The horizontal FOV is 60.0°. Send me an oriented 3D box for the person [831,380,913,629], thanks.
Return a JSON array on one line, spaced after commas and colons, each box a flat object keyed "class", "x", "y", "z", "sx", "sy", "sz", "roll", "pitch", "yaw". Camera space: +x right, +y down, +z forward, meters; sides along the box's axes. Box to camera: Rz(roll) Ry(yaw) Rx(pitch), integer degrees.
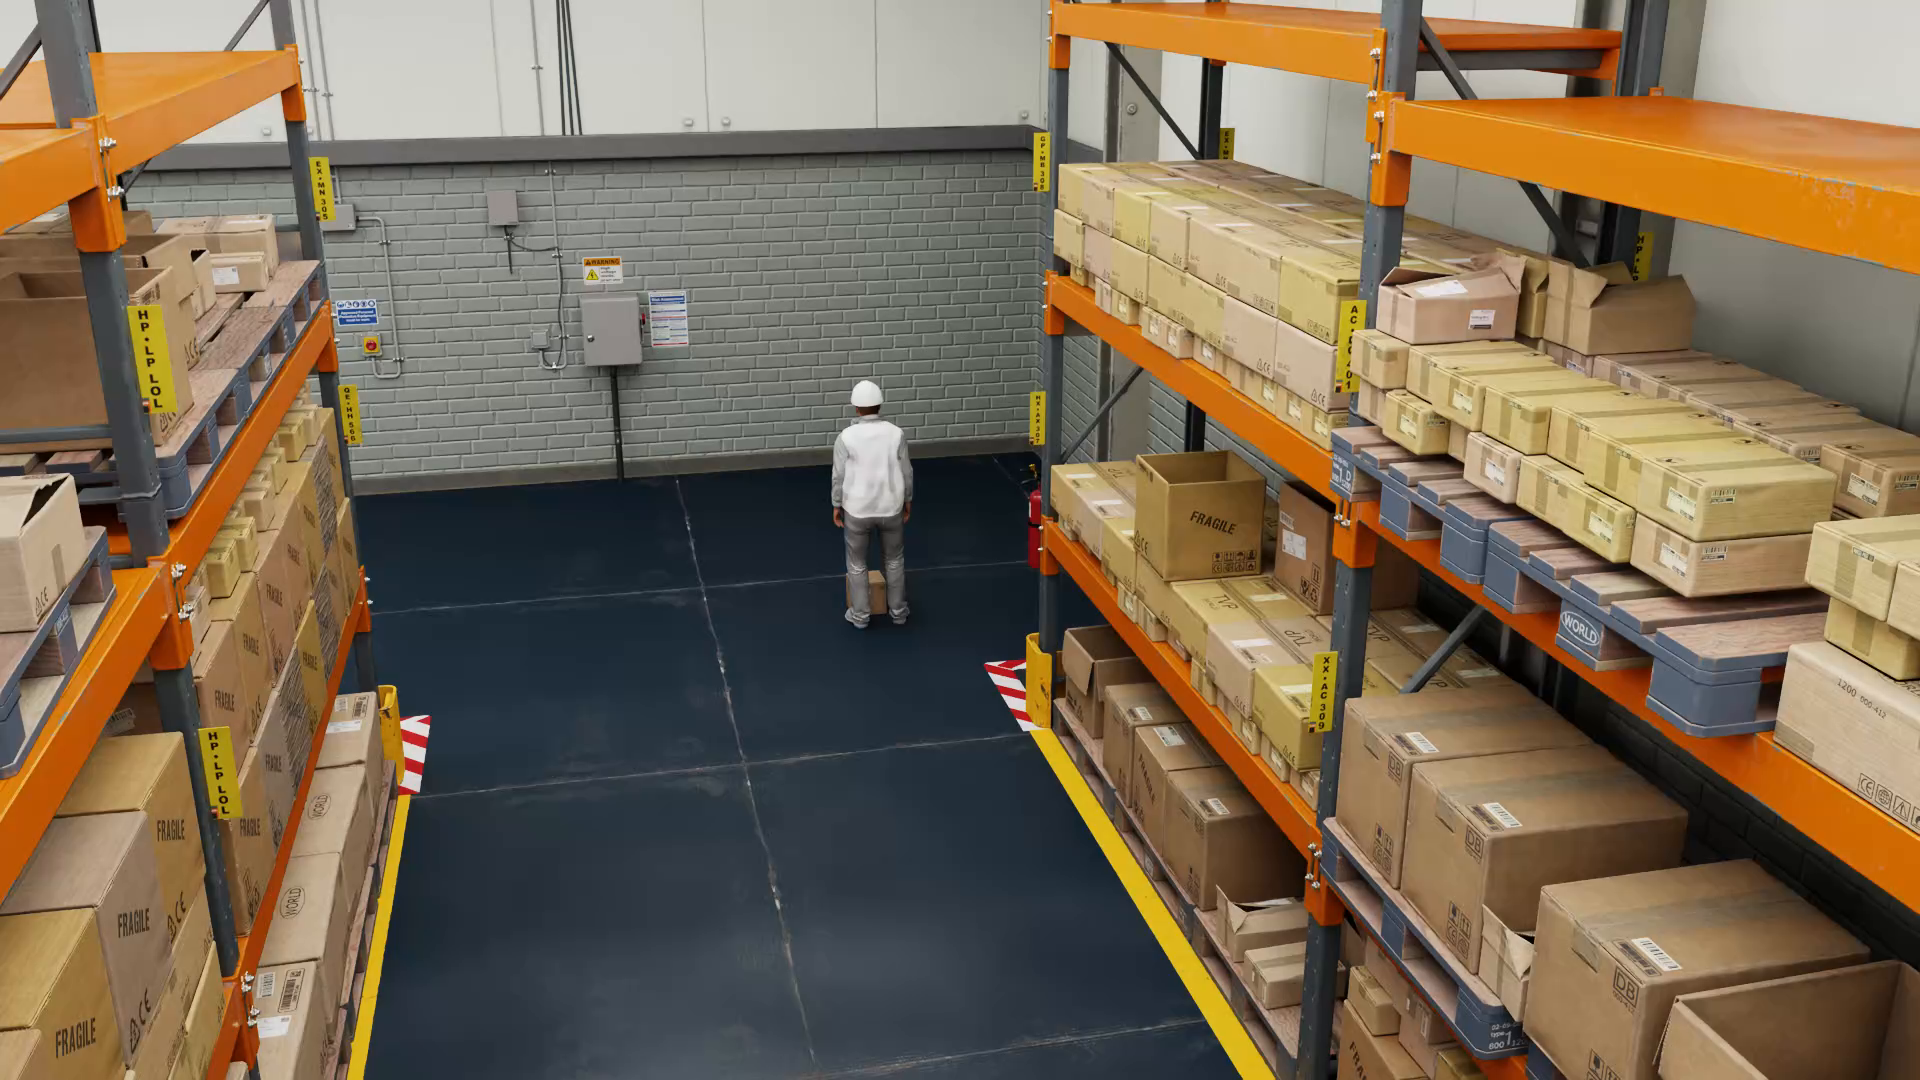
[{"class": "person", "x": -0.615, "y": -0.243, "z": 11.718, "sx": 0.581, "sy": 1.771, "sz": 0.460, "roll": -4, "pitch": 20, "yaw": -12}]
